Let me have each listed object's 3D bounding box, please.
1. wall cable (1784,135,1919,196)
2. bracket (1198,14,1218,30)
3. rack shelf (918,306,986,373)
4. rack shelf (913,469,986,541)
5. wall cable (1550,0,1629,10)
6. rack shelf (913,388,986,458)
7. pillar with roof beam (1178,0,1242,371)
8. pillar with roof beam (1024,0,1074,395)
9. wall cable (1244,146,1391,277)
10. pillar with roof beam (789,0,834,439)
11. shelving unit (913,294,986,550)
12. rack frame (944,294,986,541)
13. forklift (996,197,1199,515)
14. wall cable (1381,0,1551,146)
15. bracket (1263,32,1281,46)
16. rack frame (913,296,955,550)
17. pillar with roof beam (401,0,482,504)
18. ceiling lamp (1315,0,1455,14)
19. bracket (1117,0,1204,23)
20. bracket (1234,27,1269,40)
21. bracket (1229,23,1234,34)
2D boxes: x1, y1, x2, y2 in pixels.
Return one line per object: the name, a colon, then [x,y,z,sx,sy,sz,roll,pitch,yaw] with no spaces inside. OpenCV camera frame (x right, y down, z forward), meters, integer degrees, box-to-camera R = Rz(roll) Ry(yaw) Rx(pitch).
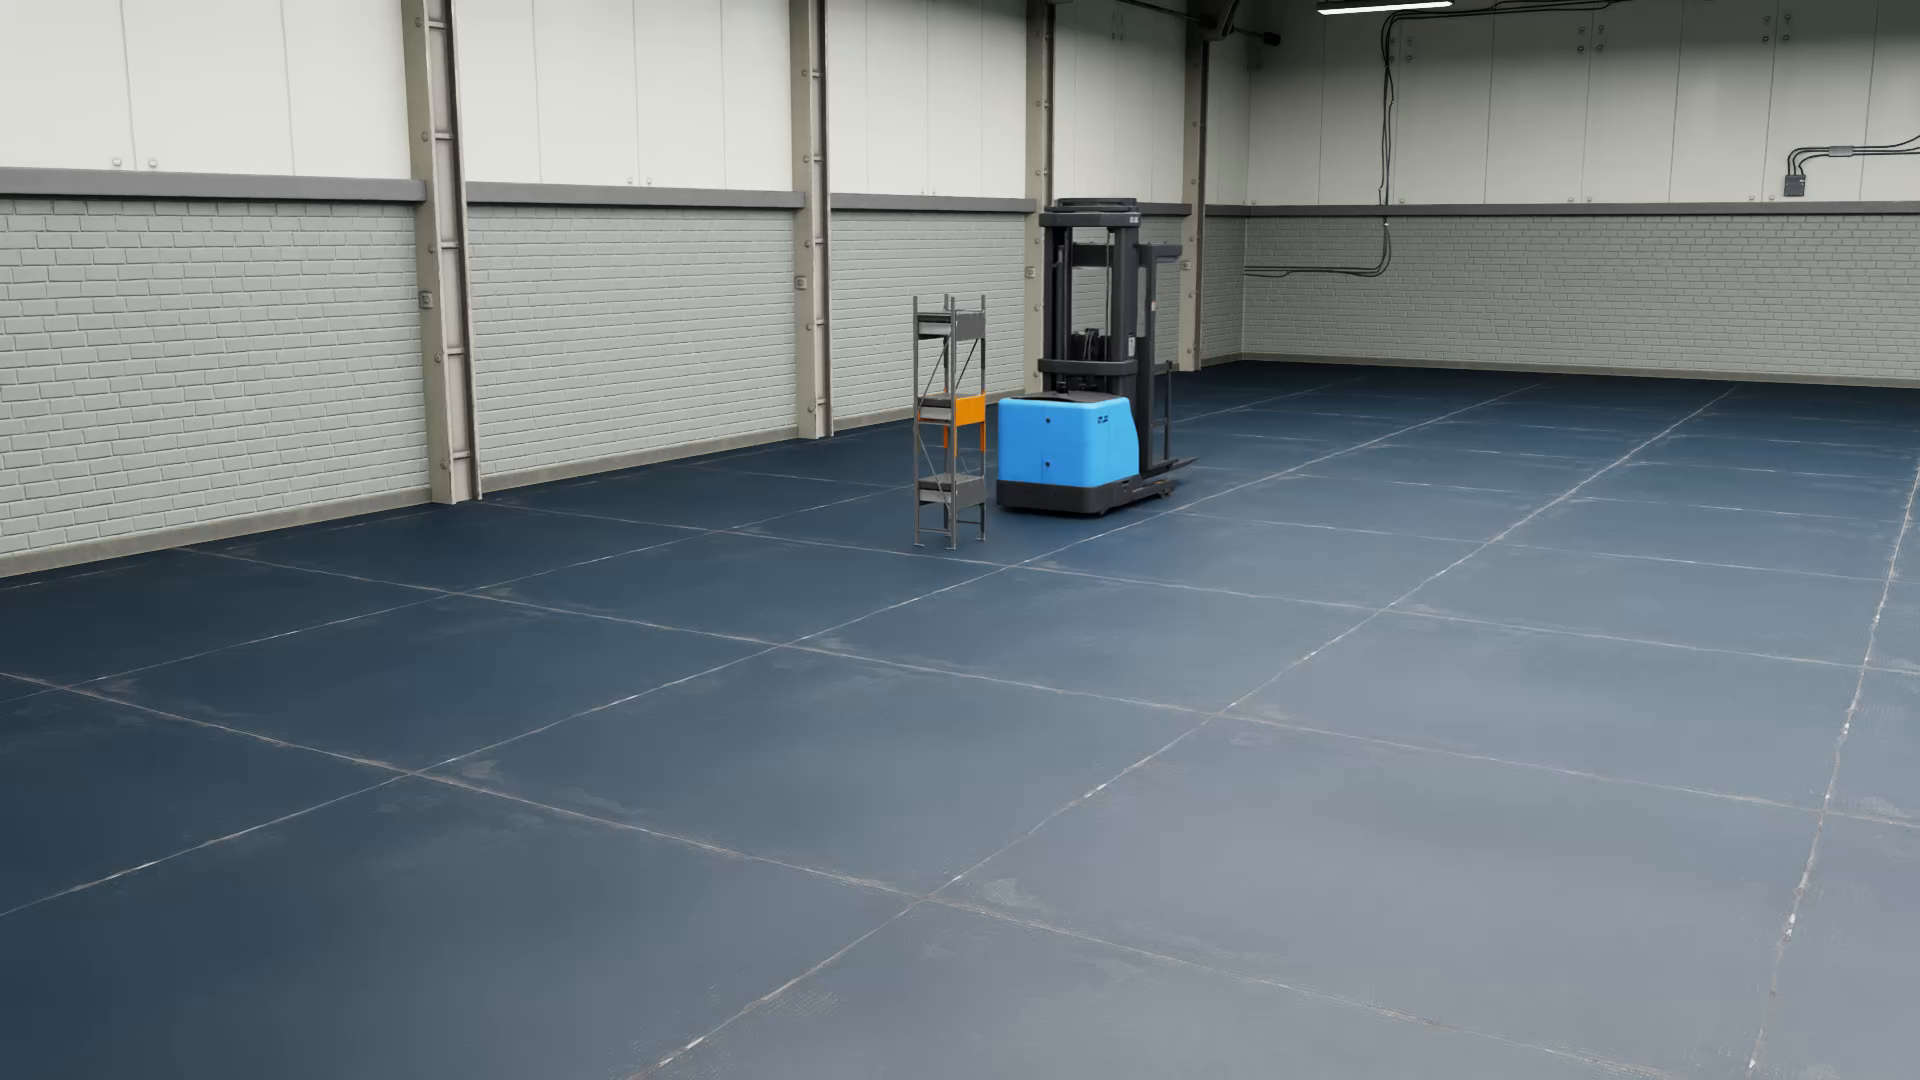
wall cable: [15.123,-8.747,27.394,2.305,6.003,0.169,6,12,31]
bracket: [4.445,-9.318,29.904,0.235,0.232,0.430,6,12,31]
rack shelf: [-0.086,-1.681,13.910,0.431,0.518,0.480,6,12,31]
rack shelf: [-0.086,-0.305,14.168,0.431,0.518,0.480,6,12,31]
wall cable: [11.974,-10.622,29.008,3.097,2.526,0.112,6,12,31]
rack shelf: [-0.086,-0.993,14.039,0.431,0.518,0.480,6,12,31]
pillar with roof beam: [8.037,-7.236,28.568,9.100,9.000,0.548,6,12,31]
pillar with roof beam: [4.922,-6.293,23.528,9.100,9.000,0.548,6,12,31]
wall cable: [7.017,-6.458,32.851,3.097,2.526,0.112,6,12,31]
pillar with roof beam: [1.807,-5.349,18.487,9.100,9.000,0.400,6,12,31]
shelving unit: [-0.086,-1.006,14.036,0.431,2.100,0.503,6,12,31]
rack frame: [0.041,-1.044,14.241,0.400,2.100,0.015,6,12,31]
forklift: [1.519,-1.898,16.543,1.130,2.935,3.031,6,12,30]
wall cable: [9.329,-8.682,31.005,3.097,2.526,0.112,6,12,31]
bracket: [6.107,-9.821,32.592,0.235,0.232,0.430,6,12,31]
rack frame: [-0.213,-0.968,13.831,0.400,2.100,0.015,6,12,31]
pillar with roof beam: [-1.308,-4.406,13.447,9.100,9.000,0.400,6,12,31]
ceiling lamp: [6.411,-9.455,24.558,2.000,3.185,0.800,6,12,31]
bracket: [3.108,-8.913,27.739,0.076,0.066,4.783,6,12,31]
bracket: [5.800,-9.728,32.096,0.076,0.066,3.189,6,12,31]
bracket: [4.876,-9.448,30.601,0.235,0.232,0.430,6,12,31]
